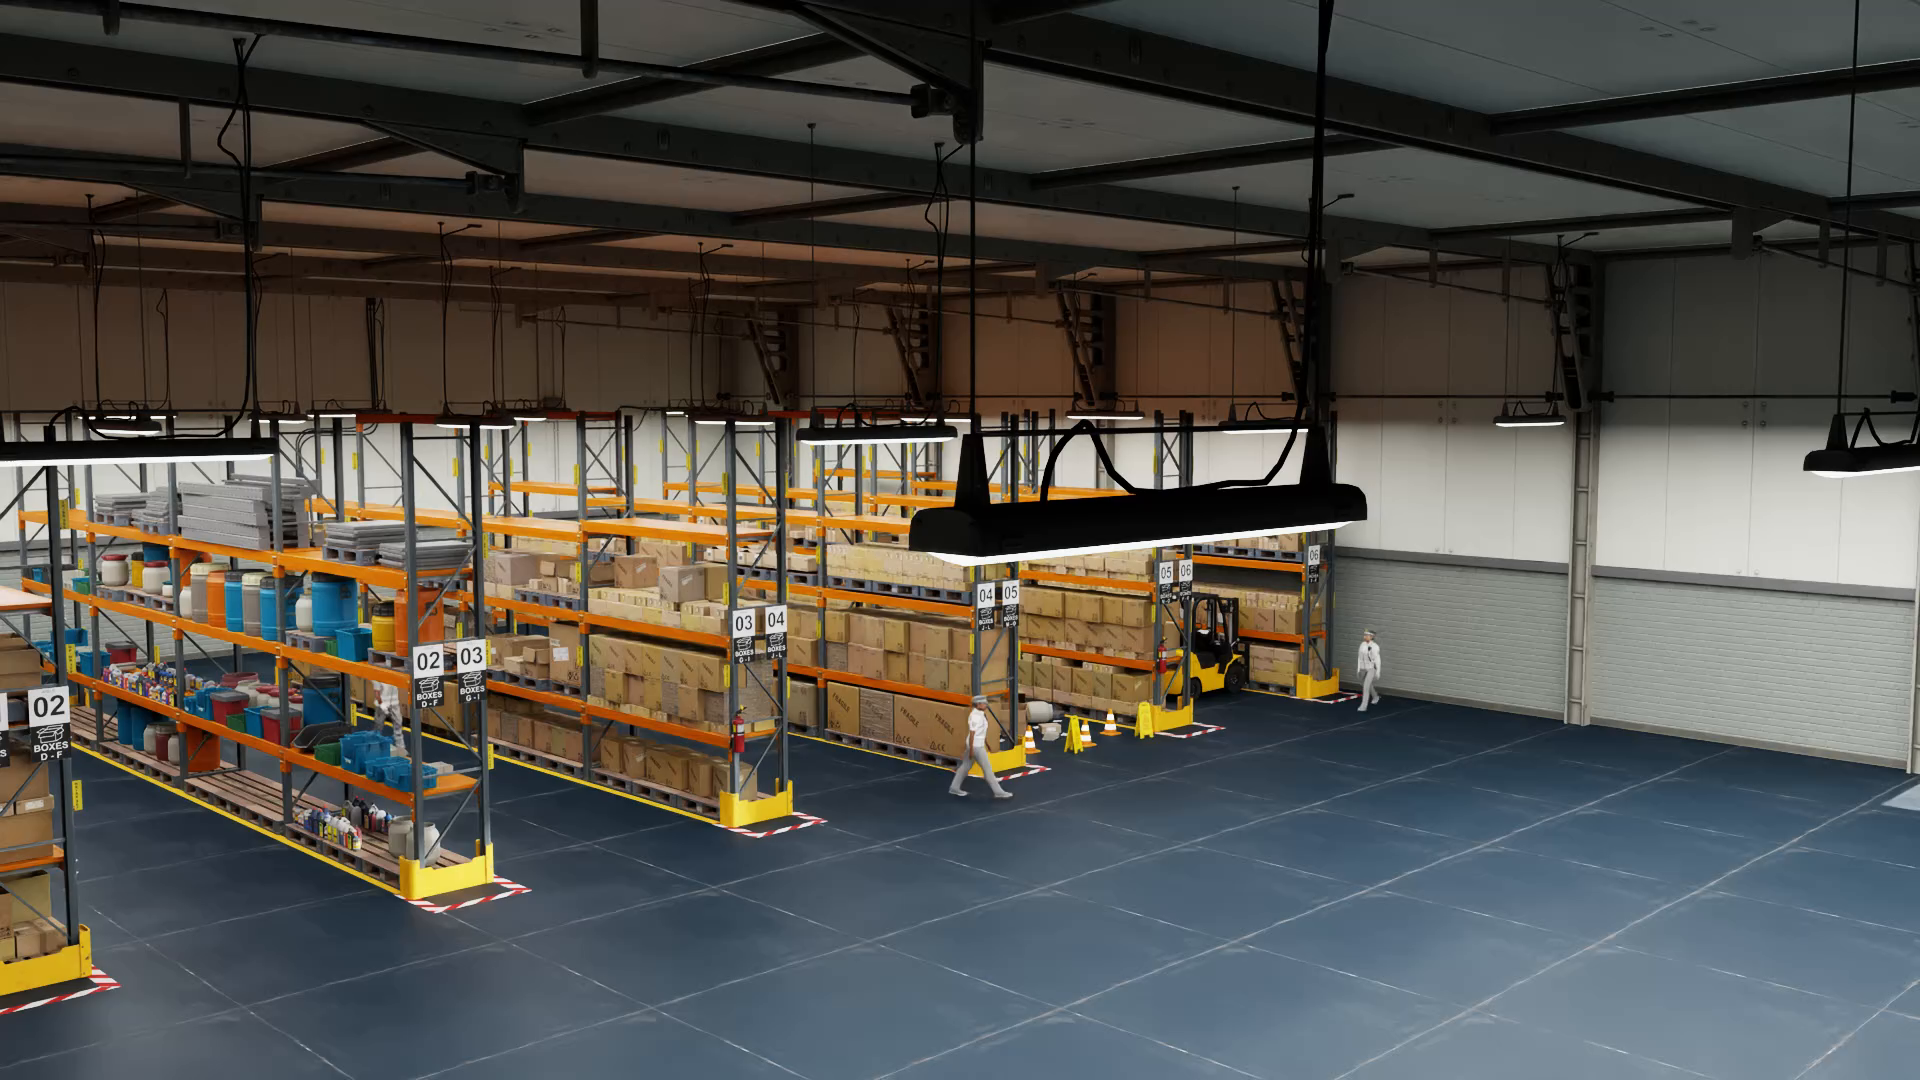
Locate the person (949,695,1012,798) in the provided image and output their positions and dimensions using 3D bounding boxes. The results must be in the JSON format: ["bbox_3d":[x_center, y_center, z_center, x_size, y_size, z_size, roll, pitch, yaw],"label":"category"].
[{"bbox_3d":[0.321,3.231,26.123,0.985,1.616,0.491,0,5,-3],"label":"person"}]

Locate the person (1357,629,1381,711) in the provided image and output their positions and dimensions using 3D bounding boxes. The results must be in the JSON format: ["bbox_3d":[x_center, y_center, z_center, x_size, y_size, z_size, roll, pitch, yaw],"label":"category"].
[{"bbox_3d":[8.265,2.590,33.499,0.970,1.644,0.486,-5,7,-44],"label":"person"}]

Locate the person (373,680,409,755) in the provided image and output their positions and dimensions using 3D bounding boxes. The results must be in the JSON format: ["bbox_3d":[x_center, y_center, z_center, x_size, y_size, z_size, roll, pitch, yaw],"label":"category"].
[{"bbox_3d":[-10.090,2.903,29.309,0.520,1.722,1.069,-5,7,-42],"label":"person"}]
